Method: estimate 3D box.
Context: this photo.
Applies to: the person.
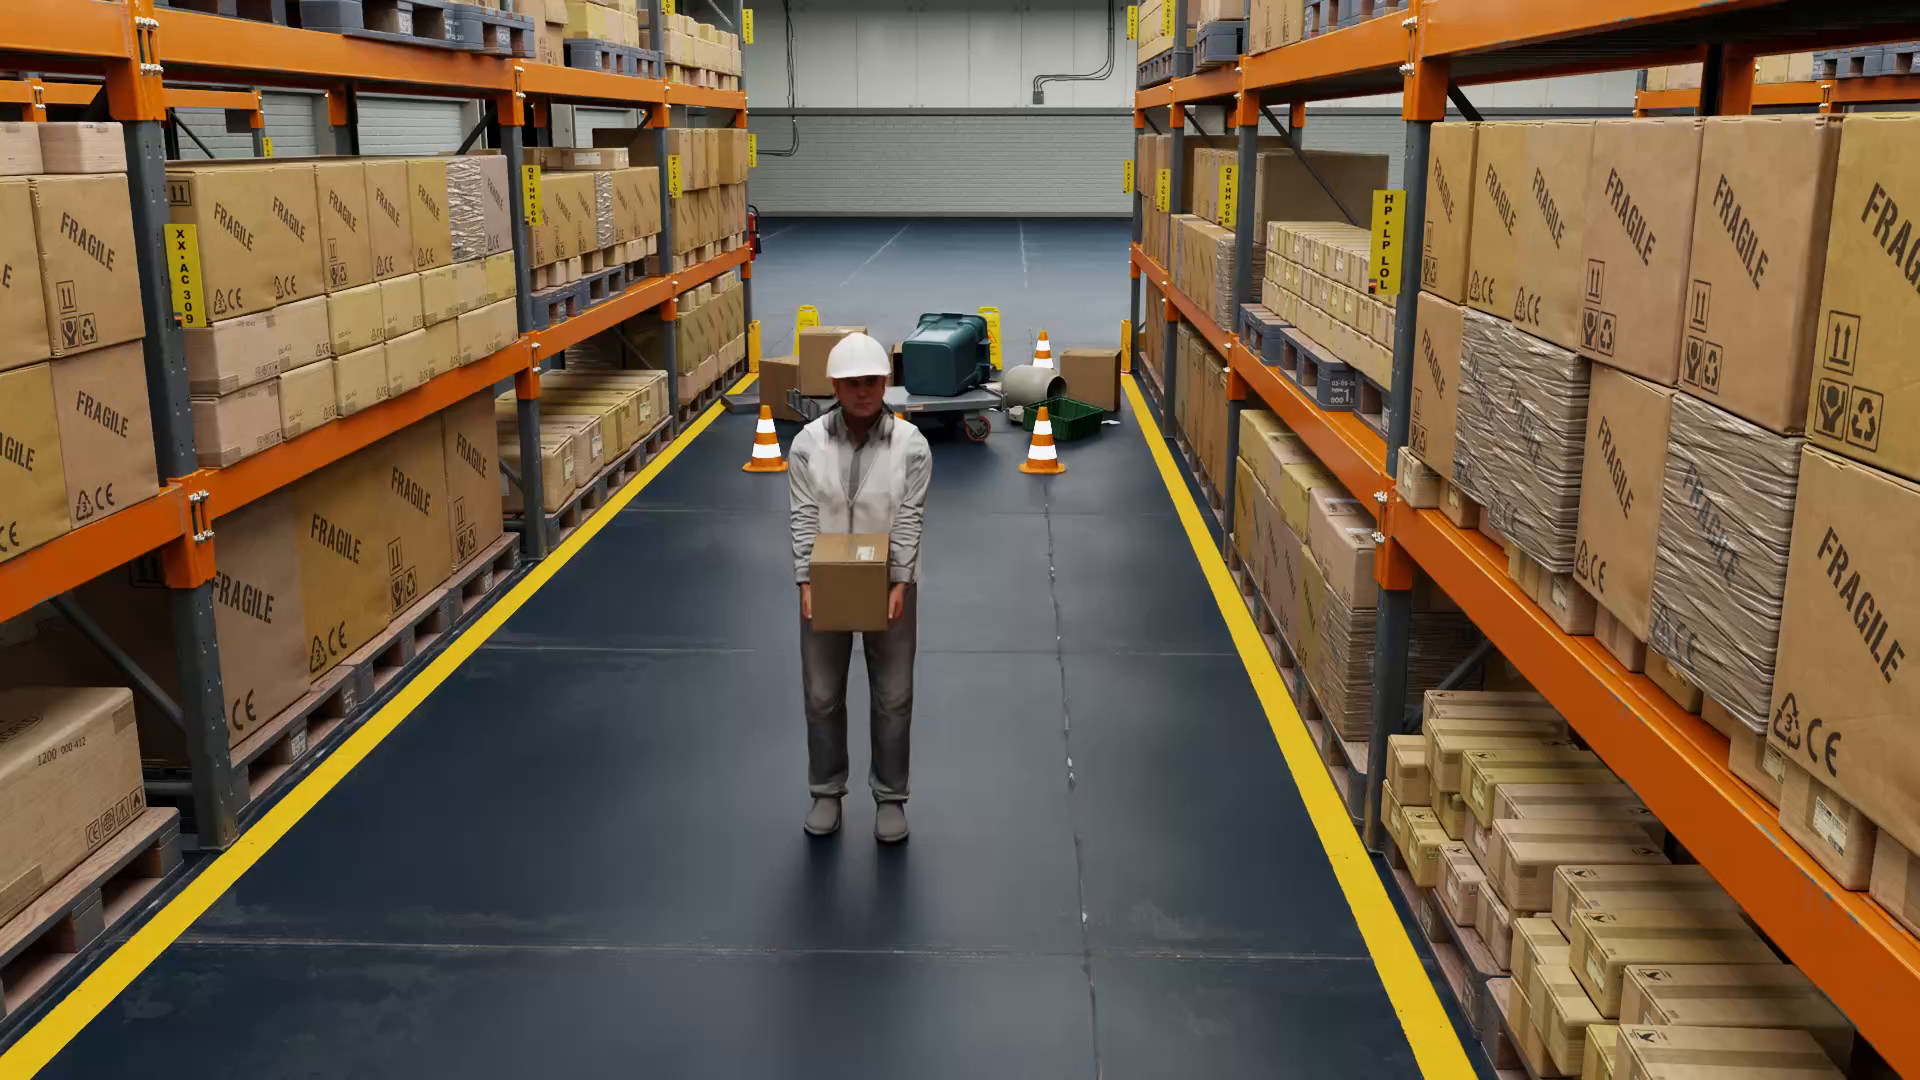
[{"bbox_3d":[-0.342,0.176,5.743,0.493,1.770,0.562,0,14,1],"label":"person"}]
